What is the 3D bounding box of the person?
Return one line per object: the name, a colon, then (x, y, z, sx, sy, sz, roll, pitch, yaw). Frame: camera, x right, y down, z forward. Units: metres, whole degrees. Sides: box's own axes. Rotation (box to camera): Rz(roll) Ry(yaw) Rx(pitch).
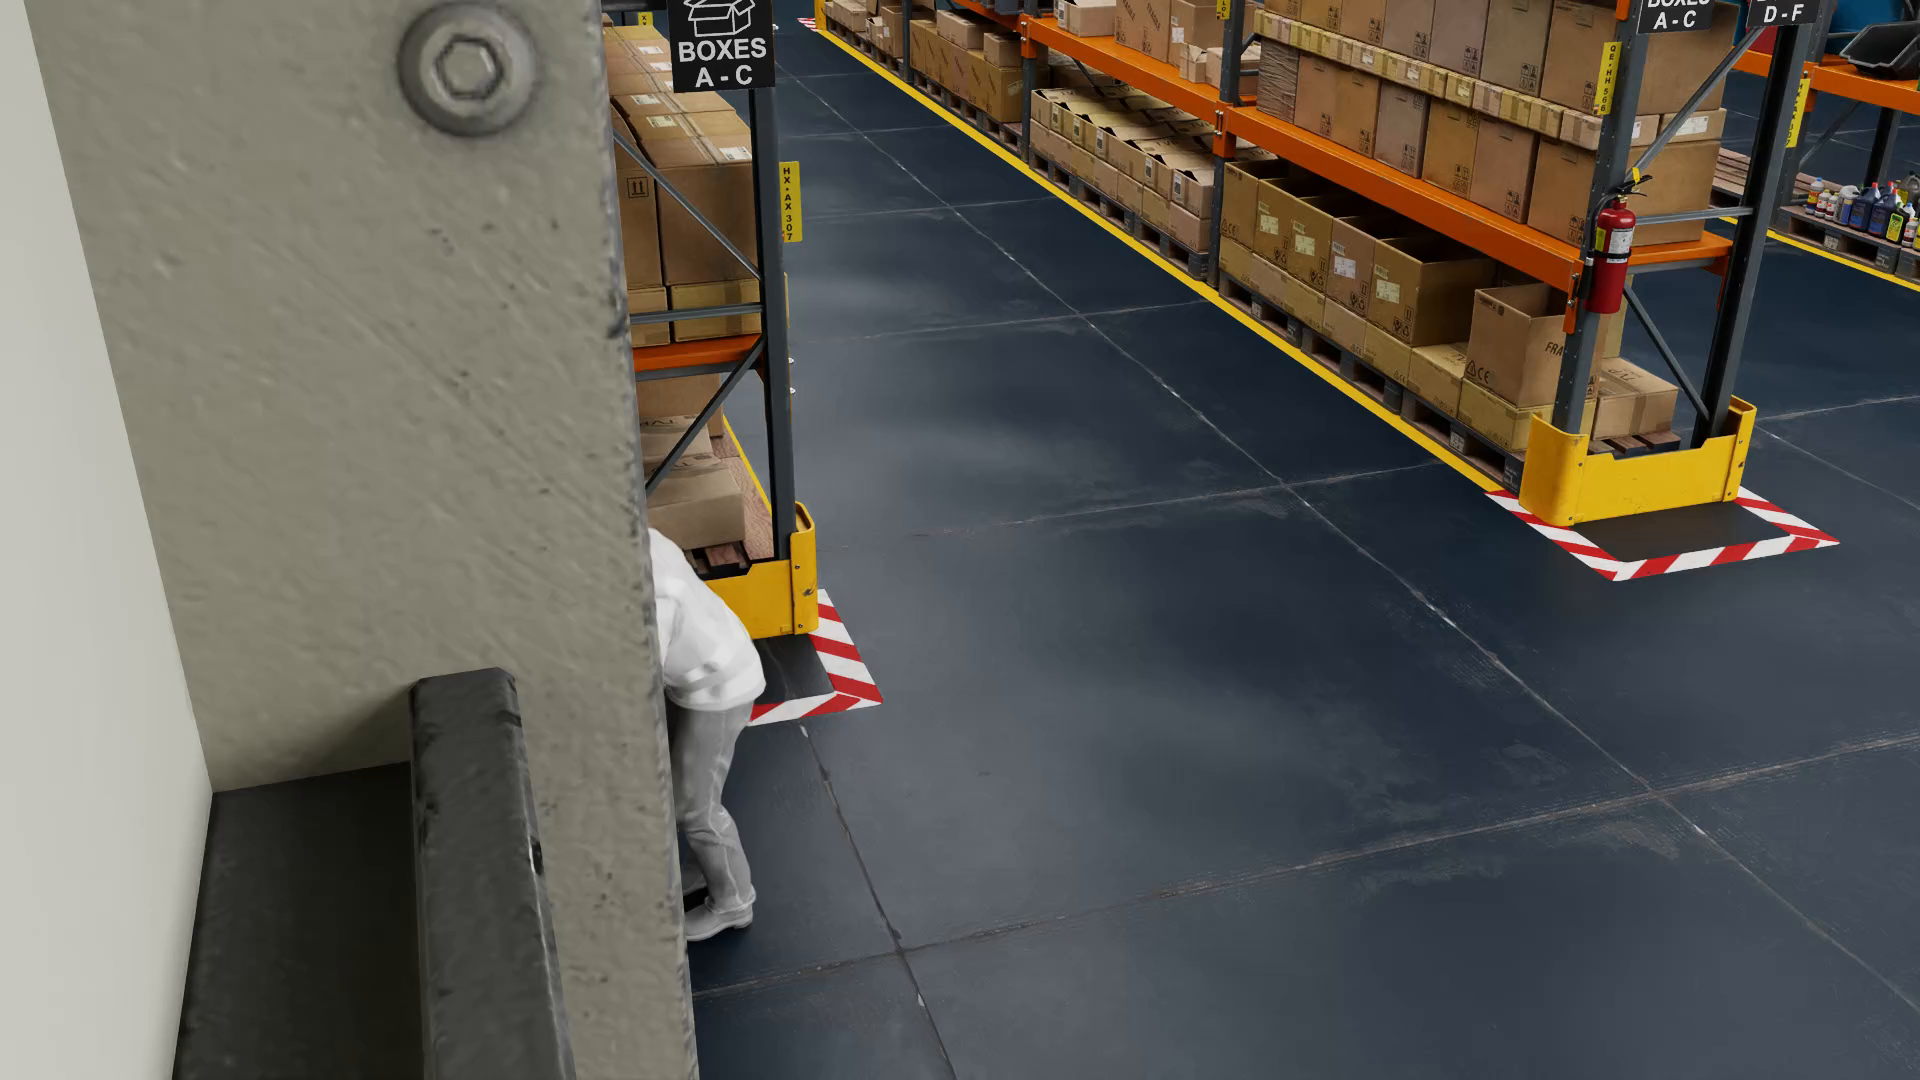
person: (-0.934, 0.481, 5.346, 0.569, 1.763, 0.505, -8, 27, -17)
